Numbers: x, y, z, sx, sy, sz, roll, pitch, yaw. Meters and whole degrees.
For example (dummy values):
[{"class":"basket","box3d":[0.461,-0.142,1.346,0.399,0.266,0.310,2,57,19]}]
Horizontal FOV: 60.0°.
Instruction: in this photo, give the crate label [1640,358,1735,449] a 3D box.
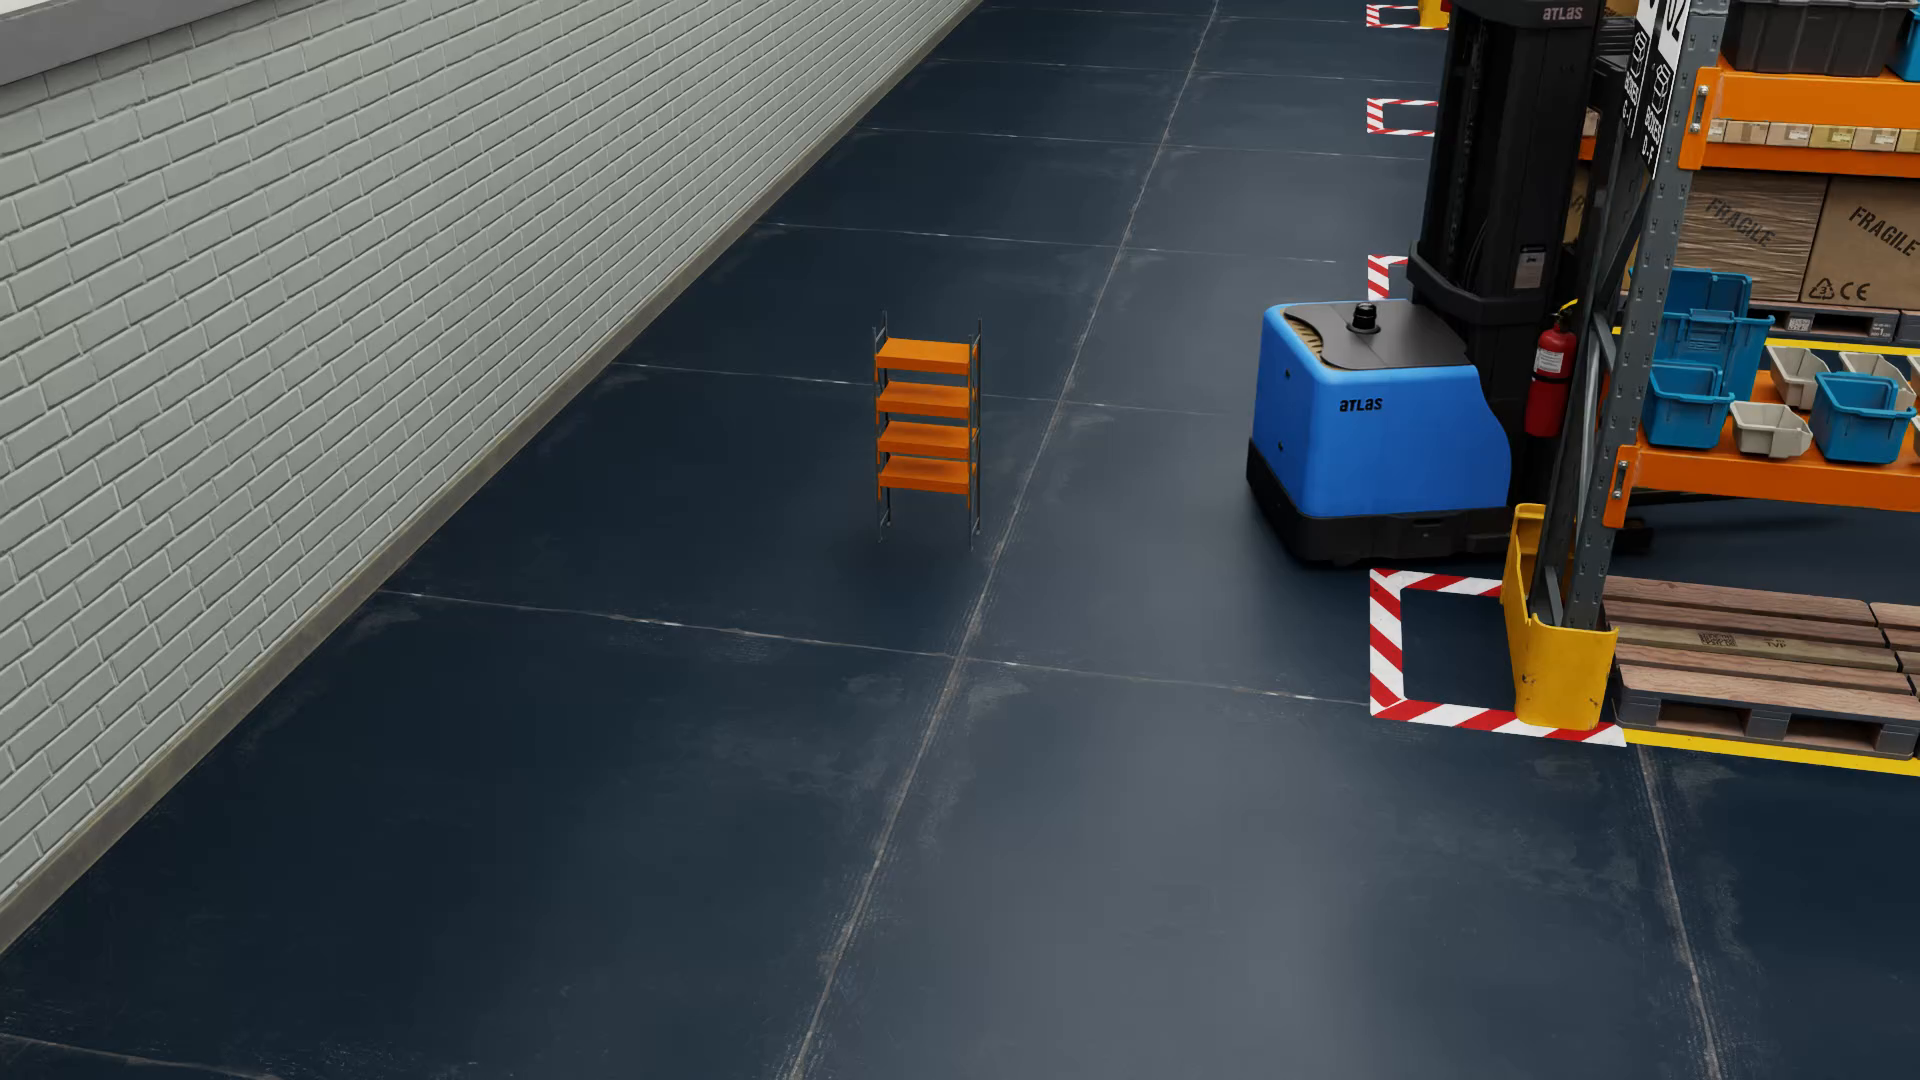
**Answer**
[{"class":"crate label","box3d":[2.928,-0.546,6.736,0.303,0.233,0.416,6,29,11]}]

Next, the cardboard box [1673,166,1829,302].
[{"class":"cardboard box","box3d":[5.322,-2.233,11.481,0.875,0.875,0.875,6,29,11]}]

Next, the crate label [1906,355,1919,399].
[{"class":"crate label","box3d":[4.148,-0.635,6.998,0.243,0.136,0.396,6,29,11]}]

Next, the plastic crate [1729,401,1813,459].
[{"class":"plastic crate","box3d":[3.224,-0.433,6.630,0.298,0.136,0.250,6,29,11]}]

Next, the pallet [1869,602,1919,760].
[{"class":"pallet","box3d":[4.743,0.675,7.298,1.213,0.211,1.003,6,29,11]}]

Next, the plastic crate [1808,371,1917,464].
[{"class":"plastic crate","box3d":[3.572,-0.480,6.616,0.300,0.233,0.416,6,29,11]}]

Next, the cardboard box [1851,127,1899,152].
[{"class":"cardboard box","box3d":[5.829,-2.619,10.672,0.250,0.149,0.380,6,29,11]}]

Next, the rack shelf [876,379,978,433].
[{"class":"rack shelf","box3d":[-0.162,-0.680,8.417,0.480,0.148,0.258,6,29,11]}]

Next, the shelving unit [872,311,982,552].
[{"class":"shelving unit","box3d":[-0.162,-0.543,8.492,0.503,1.200,0.258,6,29,11]}]

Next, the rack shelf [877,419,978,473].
[{"class":"rack shelf","box3d":[-0.162,-0.484,8.524,0.480,0.148,0.258,6,29,11]}]

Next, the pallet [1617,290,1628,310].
[{"class":"pallet","box3d":[4.588,-1.832,11.877,1.213,0.211,1.003,6,29,11]}]

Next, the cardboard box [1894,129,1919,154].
[{"class":"cardboard box","box3d":[6.078,-2.593,10.624,0.250,0.149,0.380,5,29,10]}]

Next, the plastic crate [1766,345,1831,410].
[{"class":"plastic crate","box3d":[3.590,-0.687,7.093,0.243,0.136,0.396,6,29,11]}]

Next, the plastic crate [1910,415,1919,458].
[{"class":"plastic crate","box3d":[3.888,-0.365,6.505,0.298,0.136,0.250,6,29,11]}]

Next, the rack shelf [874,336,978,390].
[{"class":"rack shelf","box3d":[-0.162,-0.888,8.303,0.480,0.148,0.258,6,29,11]}]

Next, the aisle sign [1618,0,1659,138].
[{"class":"aisle sign","box3d":[2.746,-2.058,6.678,0.004,0.787,0.394,6,29,11]}]

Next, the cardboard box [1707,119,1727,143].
[{"class":"cardboard box","box3d":[4.825,-2.722,10.860,0.250,0.149,0.380,5,29,10]}]

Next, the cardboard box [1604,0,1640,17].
[{"class":"cardboard box","box3d":[4.321,-3.567,11.208,0.500,0.500,0.500,6,29,11]}]

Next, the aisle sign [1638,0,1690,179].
[{"class":"aisle sign","box3d":[2.623,-1.781,6.172,0.004,0.787,0.394,6,29,11]}]

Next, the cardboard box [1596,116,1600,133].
[{"class":"cardboard box","box3d":[4.319,-2.773,10.953,0.250,0.149,0.380,5,29,10]}]

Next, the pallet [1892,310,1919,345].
[{"class":"pallet","box3d":[6.974,-1.588,11.430,1.213,0.211,1.003,6,29,11]}]

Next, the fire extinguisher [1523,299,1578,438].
[{"class":"fire extinguisher","box3d":[2.702,-0.804,7.564,0.183,0.674,0.296,6,29,11]}]

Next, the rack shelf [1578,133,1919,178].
[{"class":"rack shelf","box3d":[5.745,-2.583,11.093,4.000,0.370,1.077,6,29,11]}]

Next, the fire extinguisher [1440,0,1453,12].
[{"class":"fire extinguisher","box3d":[4.774,-5.463,16.073,0.183,0.674,0.296,6,29,11]}]

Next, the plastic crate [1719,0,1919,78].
[{"class":"plastic crate","box3d":[3.073,-1.862,6.040,0.590,0.269,0.497,6,29,11]}]

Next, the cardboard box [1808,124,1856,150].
[{"class":"cardboard box","box3d":[5.572,-2.645,10.719,0.250,0.149,0.380,5,29,9]}]

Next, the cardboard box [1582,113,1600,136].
[{"class":"cardboard box","box3d":[4.068,-2.798,10.999,0.250,0.149,0.380,6,29,11]}]

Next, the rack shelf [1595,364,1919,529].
[{"class":"rack shelf","box3d":[4.711,-0.257,6.845,4.000,0.370,1.077,6,29,11]}]

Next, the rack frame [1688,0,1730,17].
[{"class":"rack frame","box3d":[2.755,-3.404,5.598,0.127,3.000,1.000,6,29,11]}]

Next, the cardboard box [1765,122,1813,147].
[{"class":"cardboard box","box3d":[5.326,-2.670,10.766,0.250,0.149,0.380,6,29,10]}]

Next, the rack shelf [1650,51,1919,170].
[{"class":"rack shelf","box3d":[4.711,-1.573,6.124,4.000,0.370,1.077,6,29,11]}]

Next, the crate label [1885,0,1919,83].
[{"class":"crate label","box3d":[3.590,-1.779,5.907,0.502,0.251,0.408,6,29,11]}]

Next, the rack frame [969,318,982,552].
[{"class":"rack frame","box3d":[0.077,-0.518,8.447,0.015,1.200,0.240,6,29,11]}]

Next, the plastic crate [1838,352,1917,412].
[{"class":"plastic crate","box3d":[3.871,-0.651,7.028,0.243,0.136,0.396,6,29,11]}]

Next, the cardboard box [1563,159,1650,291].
[{"class":"cardboard box","box3d":[4.432,-2.325,11.648,0.875,0.875,0.875,6,29,11]}]

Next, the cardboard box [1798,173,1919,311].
[{"class":"cardboard box","box3d":[6.192,-2.144,11.318,0.875,0.875,0.875,6,29,11]}]

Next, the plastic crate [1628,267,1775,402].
[{"class":"plastic crate","box3d":[3.122,-0.869,7.114,0.499,0.435,0.616,6,29,11]}]

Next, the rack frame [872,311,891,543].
[{"class":"rack frame","box3d":[-0.401,-0.567,8.537,0.015,1.200,0.240,6,29,11]}]

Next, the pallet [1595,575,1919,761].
[{"class":"pallet","box3d":[3.554,0.551,7.523,1.213,0.211,1.003,6,29,11]}]

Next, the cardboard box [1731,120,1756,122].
[{"class":"cardboard box","box3d":[5.203,-2.888,10.747,0.500,0.250,0.500,5,29,9]}]

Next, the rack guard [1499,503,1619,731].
[{"class":"rack guard","box3d":[2.729,0.327,7.632,0.348,0.500,1.175,6,29,11]}]

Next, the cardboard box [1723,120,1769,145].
[{"class":"cardboard box","box3d":[5.073,-2.696,10.813,0.250,0.149,0.380,5,29,10]}]

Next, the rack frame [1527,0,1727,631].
[{"class":"rack frame","box3d":[2.755,-0.773,7.038,0.127,3.000,1.000,6,29,11]}]

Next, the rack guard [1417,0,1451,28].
[{"class":"rack guard","box3d":[5.835,-6.659,20.393,0.348,0.500,1.175,6,29,11]}]

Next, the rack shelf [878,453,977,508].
[{"class":"rack shelf","box3d":[-0.162,-0.310,8.620,0.480,0.148,0.258,6,29,11]}]

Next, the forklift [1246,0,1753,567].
[{"class":"forklift","box3d":[3.144,-1.454,8.353,3.031,2.935,1.130,-4,29,-6]}]

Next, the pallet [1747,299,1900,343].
[{"class":"pallet","box3d":[5.777,-1.709,11.652,1.213,0.211,1.003,6,29,11]}]

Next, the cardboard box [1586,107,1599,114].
[{"class":"cardboard box","box3d":[4.202,-2.989,10.932,0.500,0.250,0.500,5,29,9]}]
